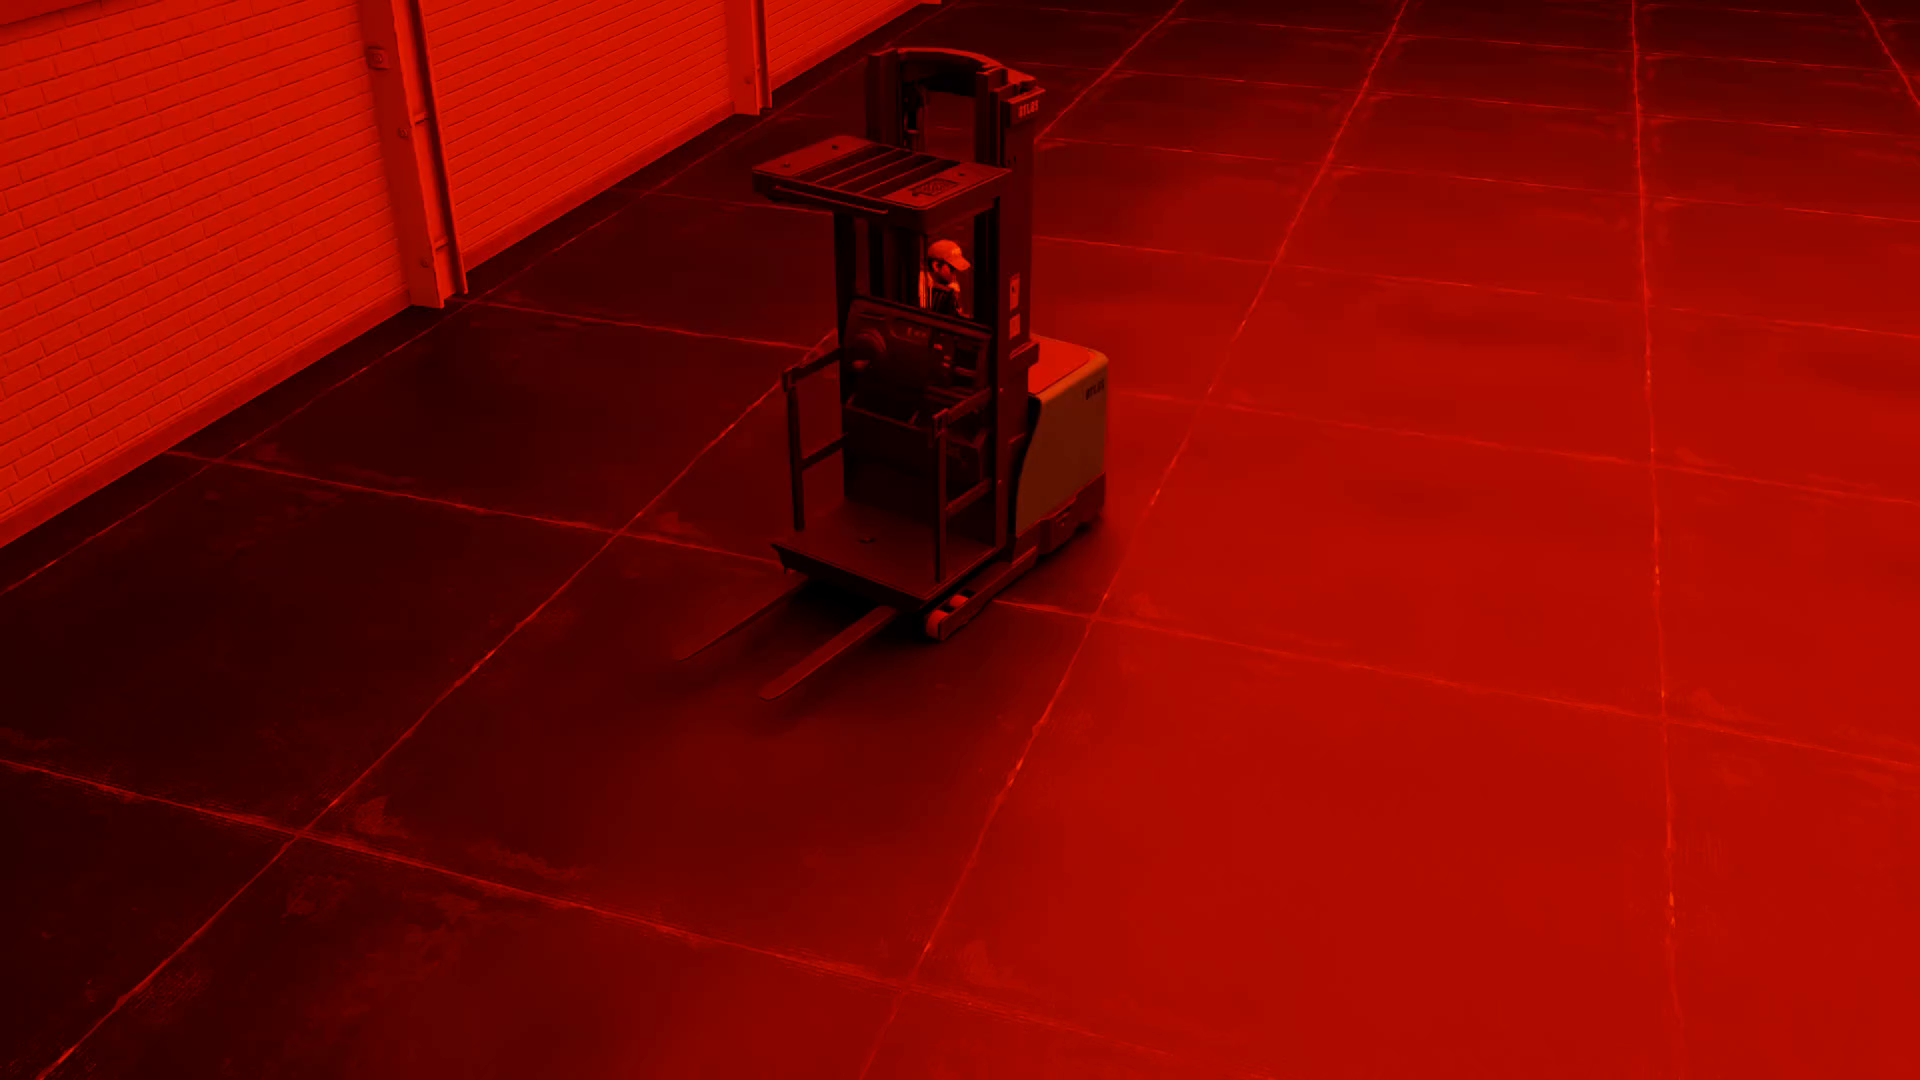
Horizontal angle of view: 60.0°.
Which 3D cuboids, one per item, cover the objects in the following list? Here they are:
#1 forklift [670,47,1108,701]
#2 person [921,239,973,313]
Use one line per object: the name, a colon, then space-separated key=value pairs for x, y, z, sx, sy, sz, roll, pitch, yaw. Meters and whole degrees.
forklift: x=-0.359 y=-0.991 z=8.876 sx=1.130 sy=2.935 sz=3.031 roll=19 pitch=35 yaw=30
person: x=-0.192 y=-1.107 z=10.437 sx=0.836 sy=1.630 sz=0.482 roll=-20 pitch=35 yaw=-31
